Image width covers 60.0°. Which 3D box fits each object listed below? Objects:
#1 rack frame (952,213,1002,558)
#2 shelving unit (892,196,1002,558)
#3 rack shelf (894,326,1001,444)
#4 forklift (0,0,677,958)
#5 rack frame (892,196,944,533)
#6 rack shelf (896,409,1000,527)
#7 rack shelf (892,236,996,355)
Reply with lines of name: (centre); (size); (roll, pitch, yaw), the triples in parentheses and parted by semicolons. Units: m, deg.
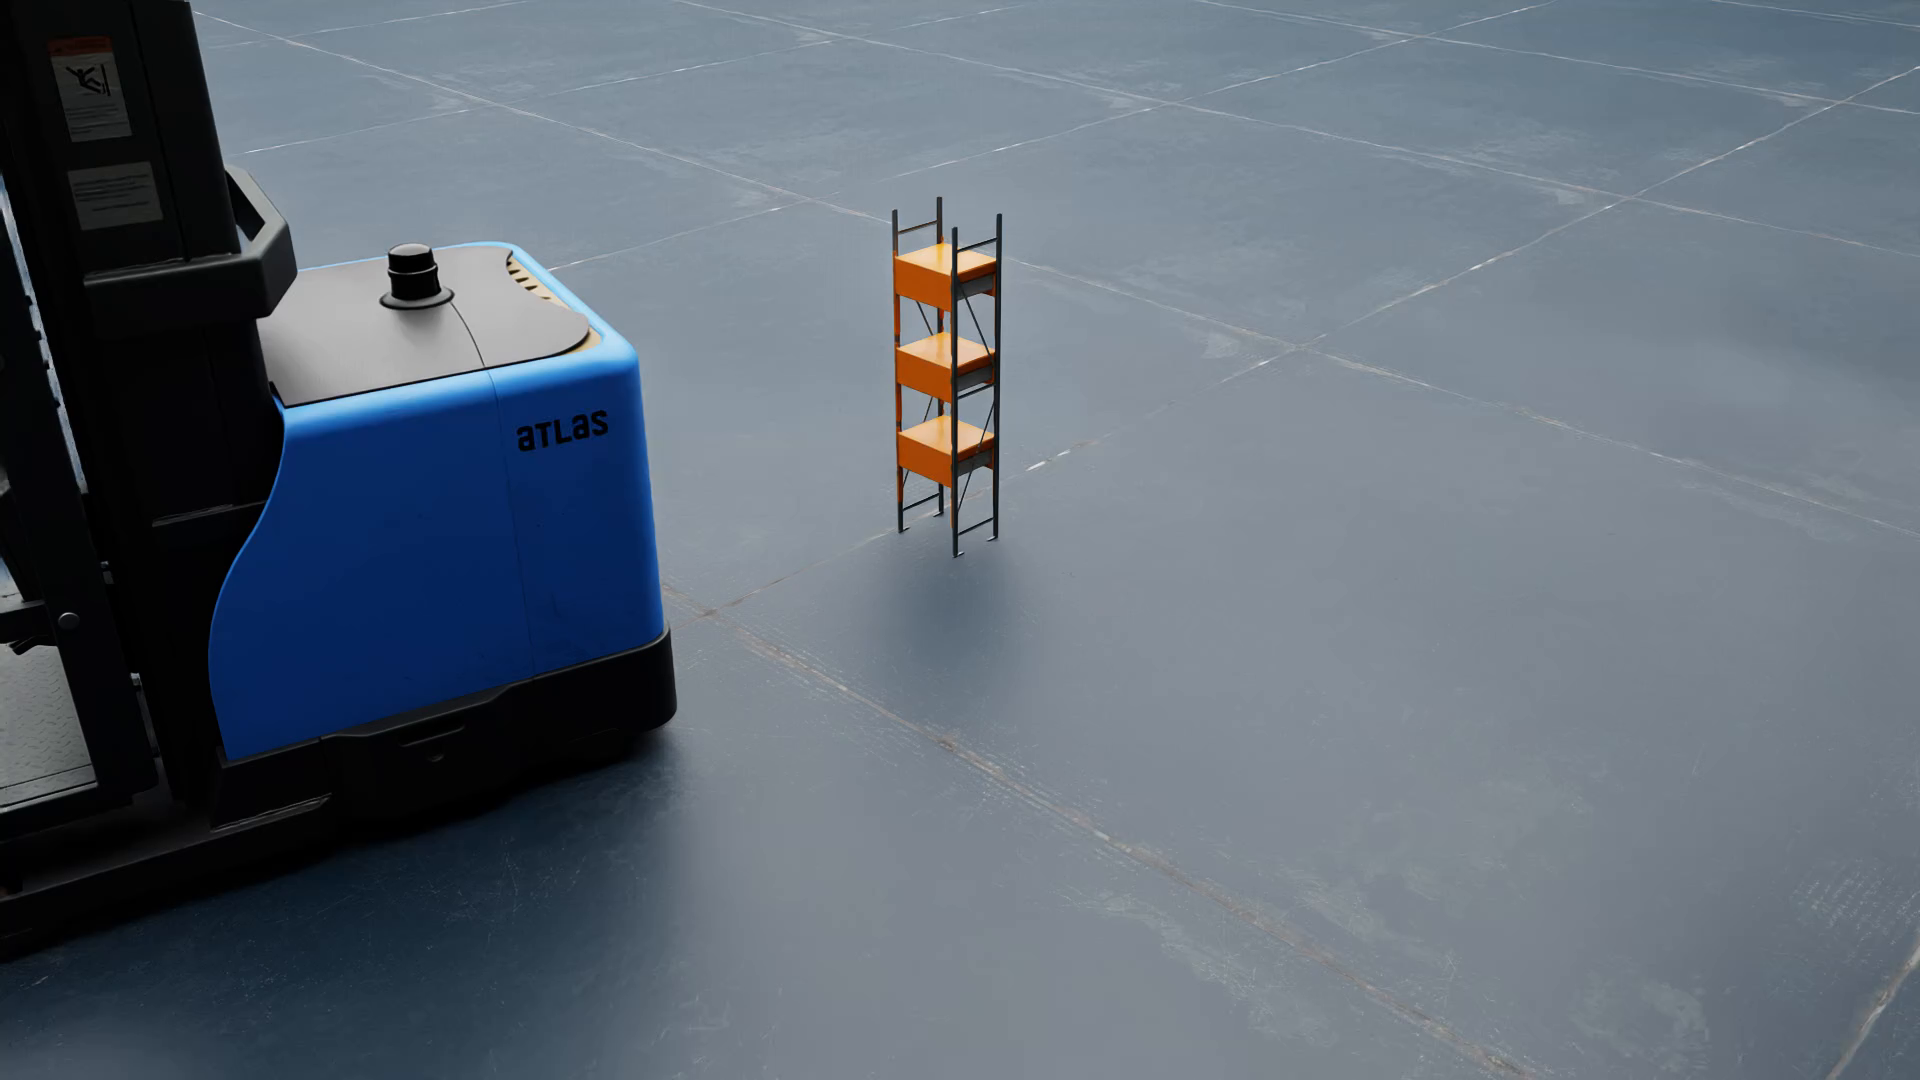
rack frame: (0.049, -0.442, 4.963); (0.008, 1.050, 0.200); (25, 36, 38)
shelving unit: (-0.038, -0.482, 5.039); (0.252, 1.050, 0.215); (25, 36, 38)
rack shelf: (-0.038, -0.473, 5.044); (0.240, 0.259, 0.215); (25, 36, 38)
forklift: (-2.258, -0.632, 3.303); (3.031, 2.935, 1.130); (-15, 31, -27)
rack frame: (-0.125, -0.522, 5.115); (0.008, 1.050, 0.200); (25, 36, 38)
rack shelf: (-0.038, -0.227, 5.173); (0.240, 0.259, 0.215); (25, 36, 38)
rack shelf: (-0.038, -0.724, 4.912); (0.240, 0.259, 0.215); (25, 36, 38)
